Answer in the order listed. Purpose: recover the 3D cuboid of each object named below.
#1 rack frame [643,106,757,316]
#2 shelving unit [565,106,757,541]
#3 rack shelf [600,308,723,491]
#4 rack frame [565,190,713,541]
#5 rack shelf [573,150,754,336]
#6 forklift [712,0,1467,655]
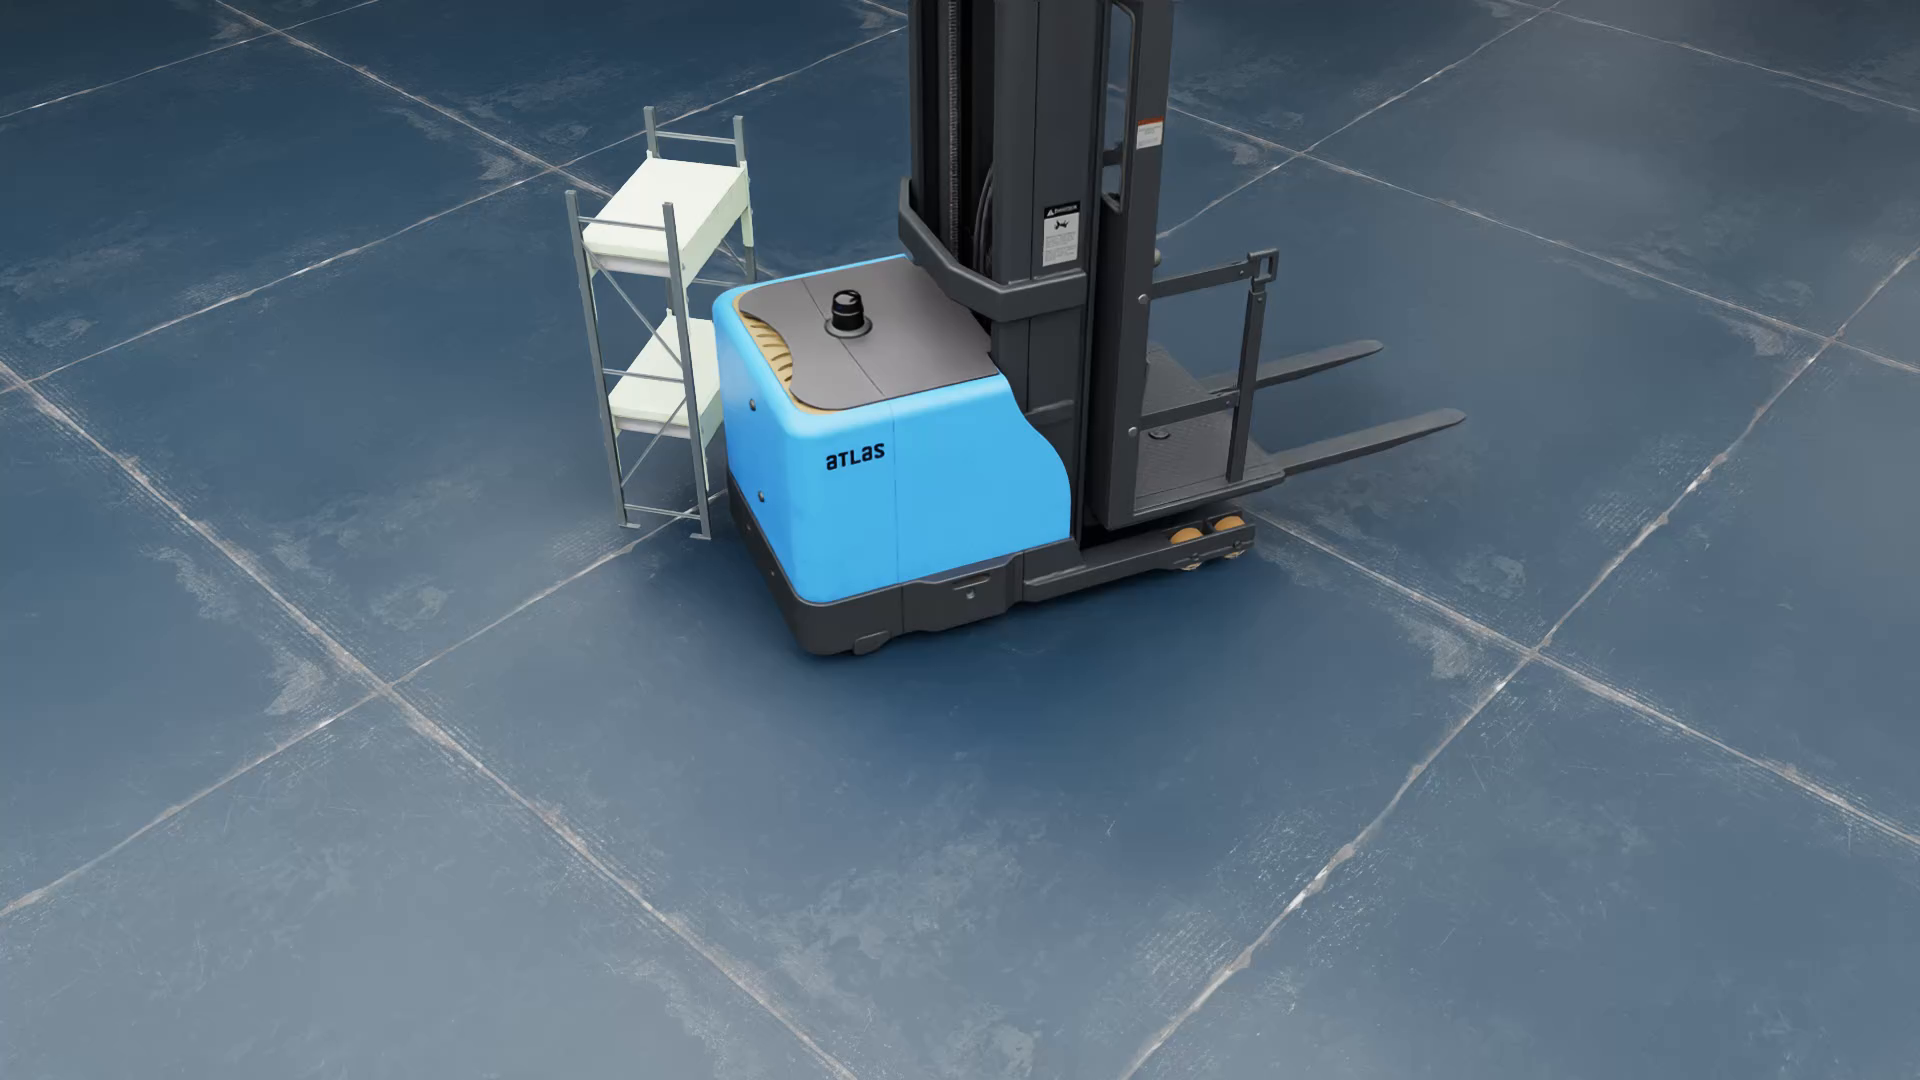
[{"bbox_3d":[-1.030,-1.062,6.881,0.400,1.500,0.023,9,39,11],"label":"rack frame"},{"bbox_3d":[-1.116,-0.841,6.602,0.431,1.500,0.755,9,39,11],"label":"shelving unit"},{"bbox_3d":[-1.116,-0.586,6.805,0.431,0.370,0.720,9,39,11],"label":"rack shelf"},{"bbox_3d":[-1.202,-0.619,6.324,0.400,1.500,0.023,9,39,11],"label":"rack frame"},{"bbox_3d":[-1.116,-1.146,6.360,0.431,0.370,0.720,9,39,11],"label":"rack shelf"},{"bbox_3d":[0.628,-1.317,6.051,3.031,2.935,1.130,-15,41,-18],"label":"forklift"}]
